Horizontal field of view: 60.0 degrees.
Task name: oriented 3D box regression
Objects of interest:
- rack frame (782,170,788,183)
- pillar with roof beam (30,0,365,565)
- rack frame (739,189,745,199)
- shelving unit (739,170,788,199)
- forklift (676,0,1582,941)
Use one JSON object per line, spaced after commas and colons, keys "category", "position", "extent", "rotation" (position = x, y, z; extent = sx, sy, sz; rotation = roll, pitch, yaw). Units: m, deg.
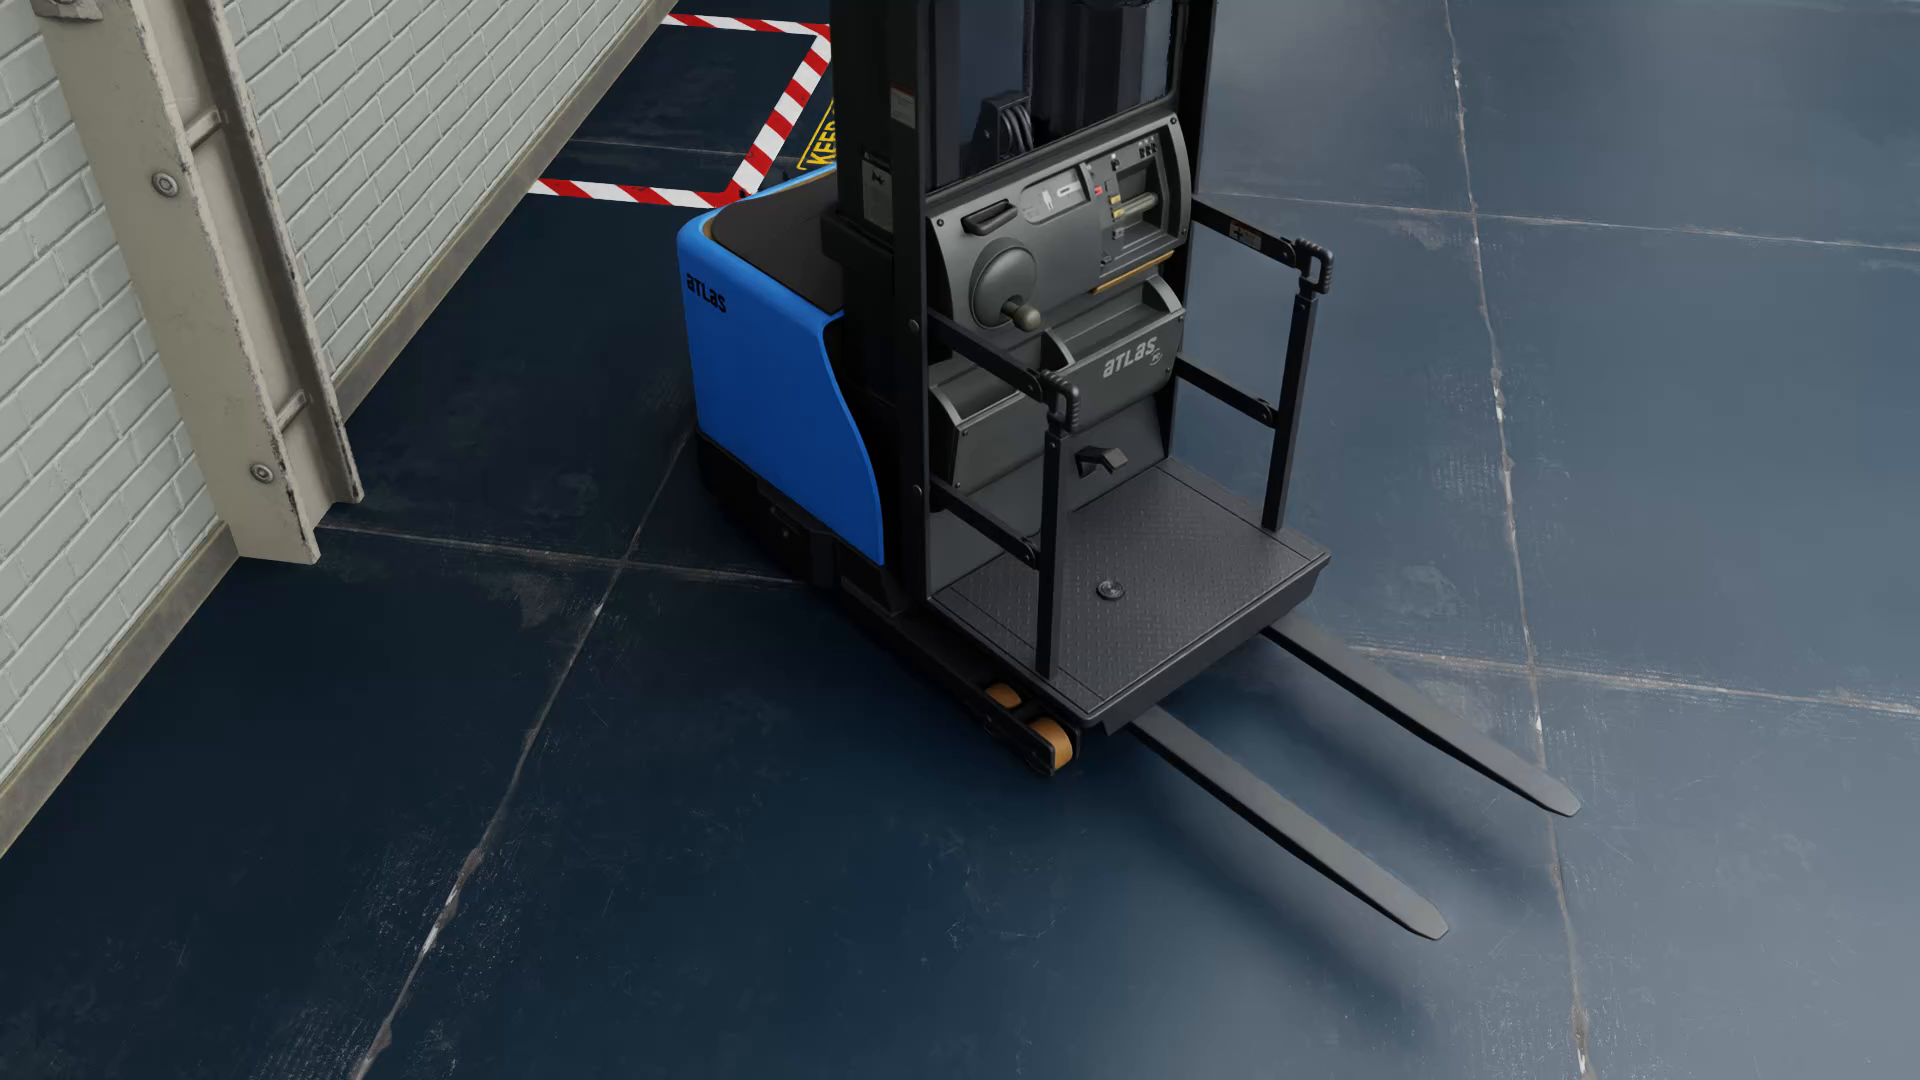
{"category": "rack frame", "position": [-0.543, -0.918, 6.151], "extent": [0.240, 0.900, 0.006], "rotation": [30, 48, 32]}
{"category": "pillar with roof beam", "position": [1.927, -3.051, 2.378], "extent": [9.100, 9.000, 0.400], "rotation": [6, 40, 8]}
{"category": "rack frame", "position": [-0.682, -0.825, 6.036], "extent": [0.240, 0.900, 0.006], "rotation": [30, 48, 32]}
{"category": "shelving unit", "position": [-0.612, -0.871, 6.093], "extent": [0.258, 0.900, 0.210], "rotation": [30, 48, 32]}
{"category": "forklift", "position": [0.436, -0.810, 4.430], "extent": [1.130, 2.935, 3.031], "rotation": [-30, 48, -31]}
